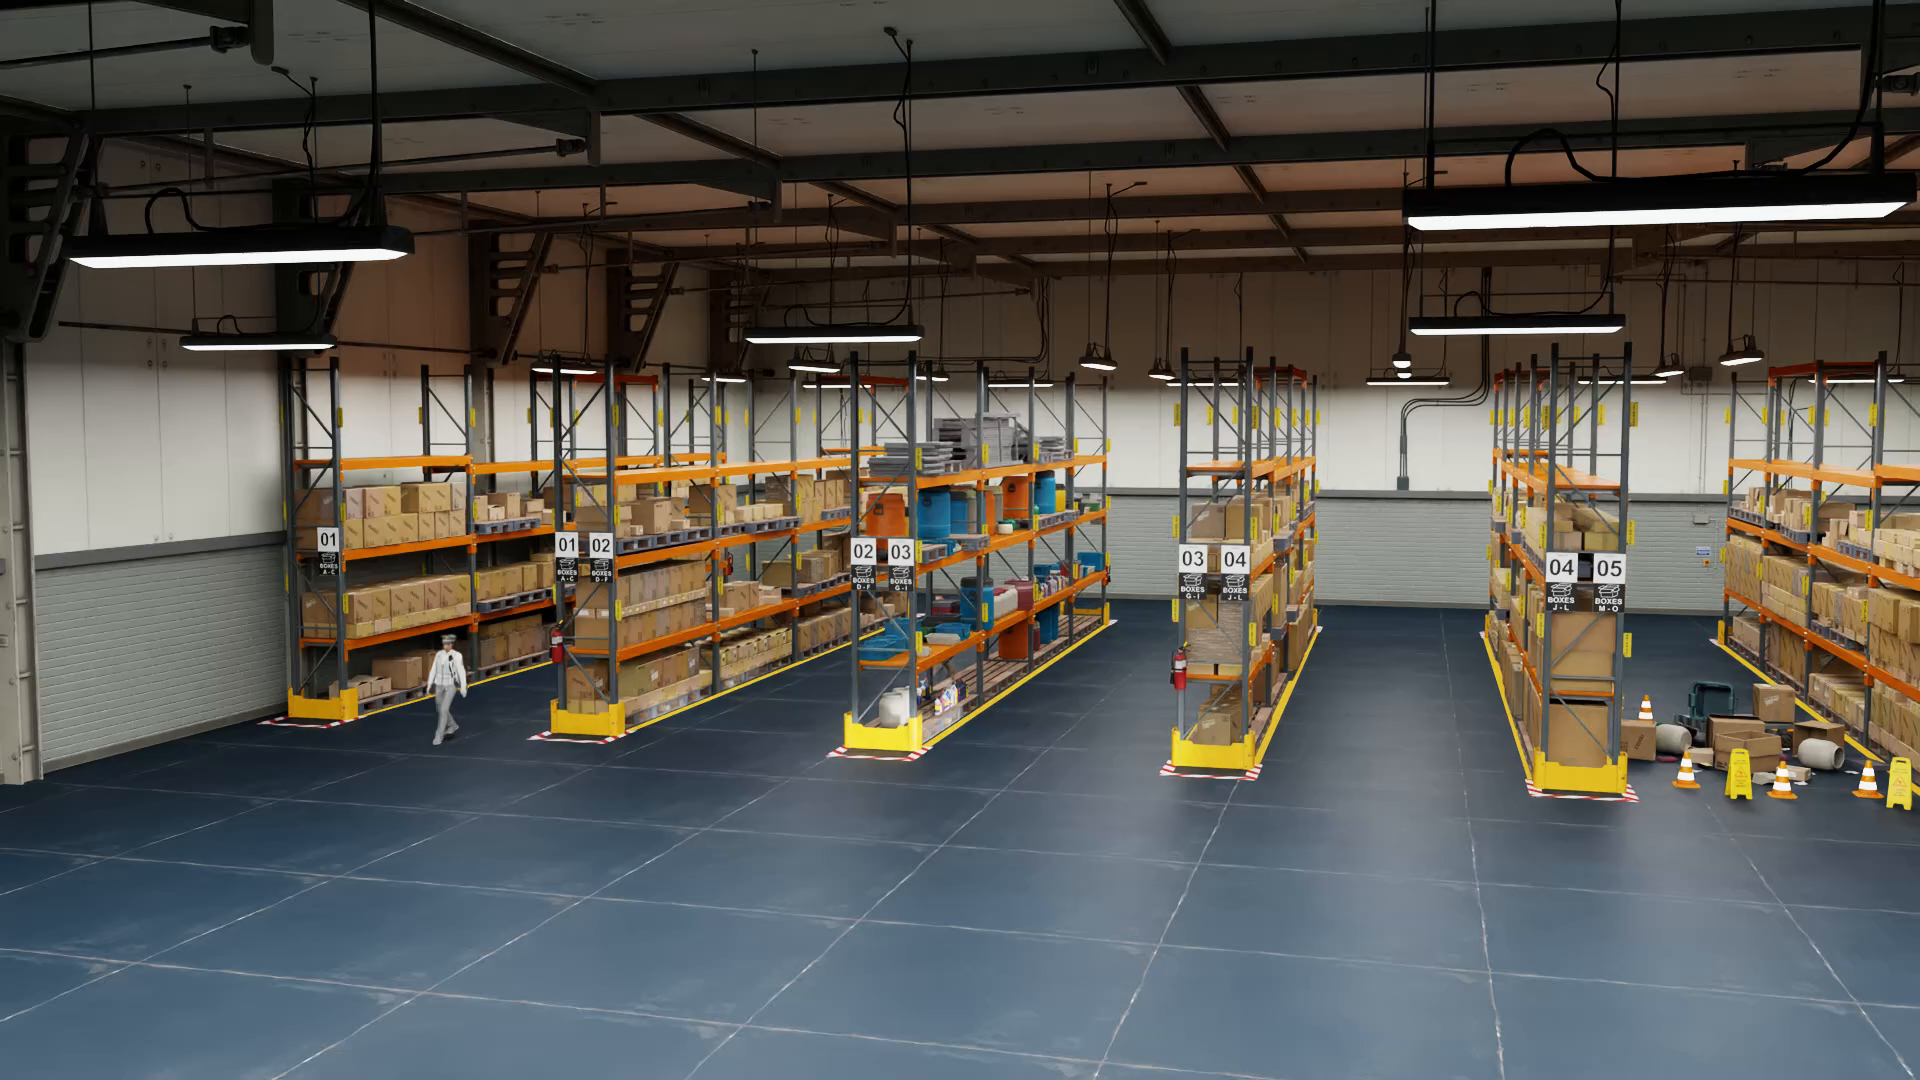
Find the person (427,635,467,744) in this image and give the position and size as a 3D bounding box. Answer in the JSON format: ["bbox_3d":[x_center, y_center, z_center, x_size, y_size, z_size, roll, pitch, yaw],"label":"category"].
[{"bbox_3d":[-7.990,2.293,25.866,0.564,1.652,0.776,1,4,12],"label":"person"}]

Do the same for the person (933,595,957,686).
[{"bbox_3d":[-0.406,1.862,31.195,1.110,1.663,0.543,-4,6,-44],"label":"person"}]

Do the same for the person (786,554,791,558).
[{"bbox_3d":[-4.079,1.193,40.067,0.636,1.710,1.081,1,4,12],"label":"person"}]

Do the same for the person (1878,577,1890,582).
[{"bbox_3d":[21.166,1.293,38.369,0.507,1.778,0.617,-1,4,-7],"label":"person"}]
